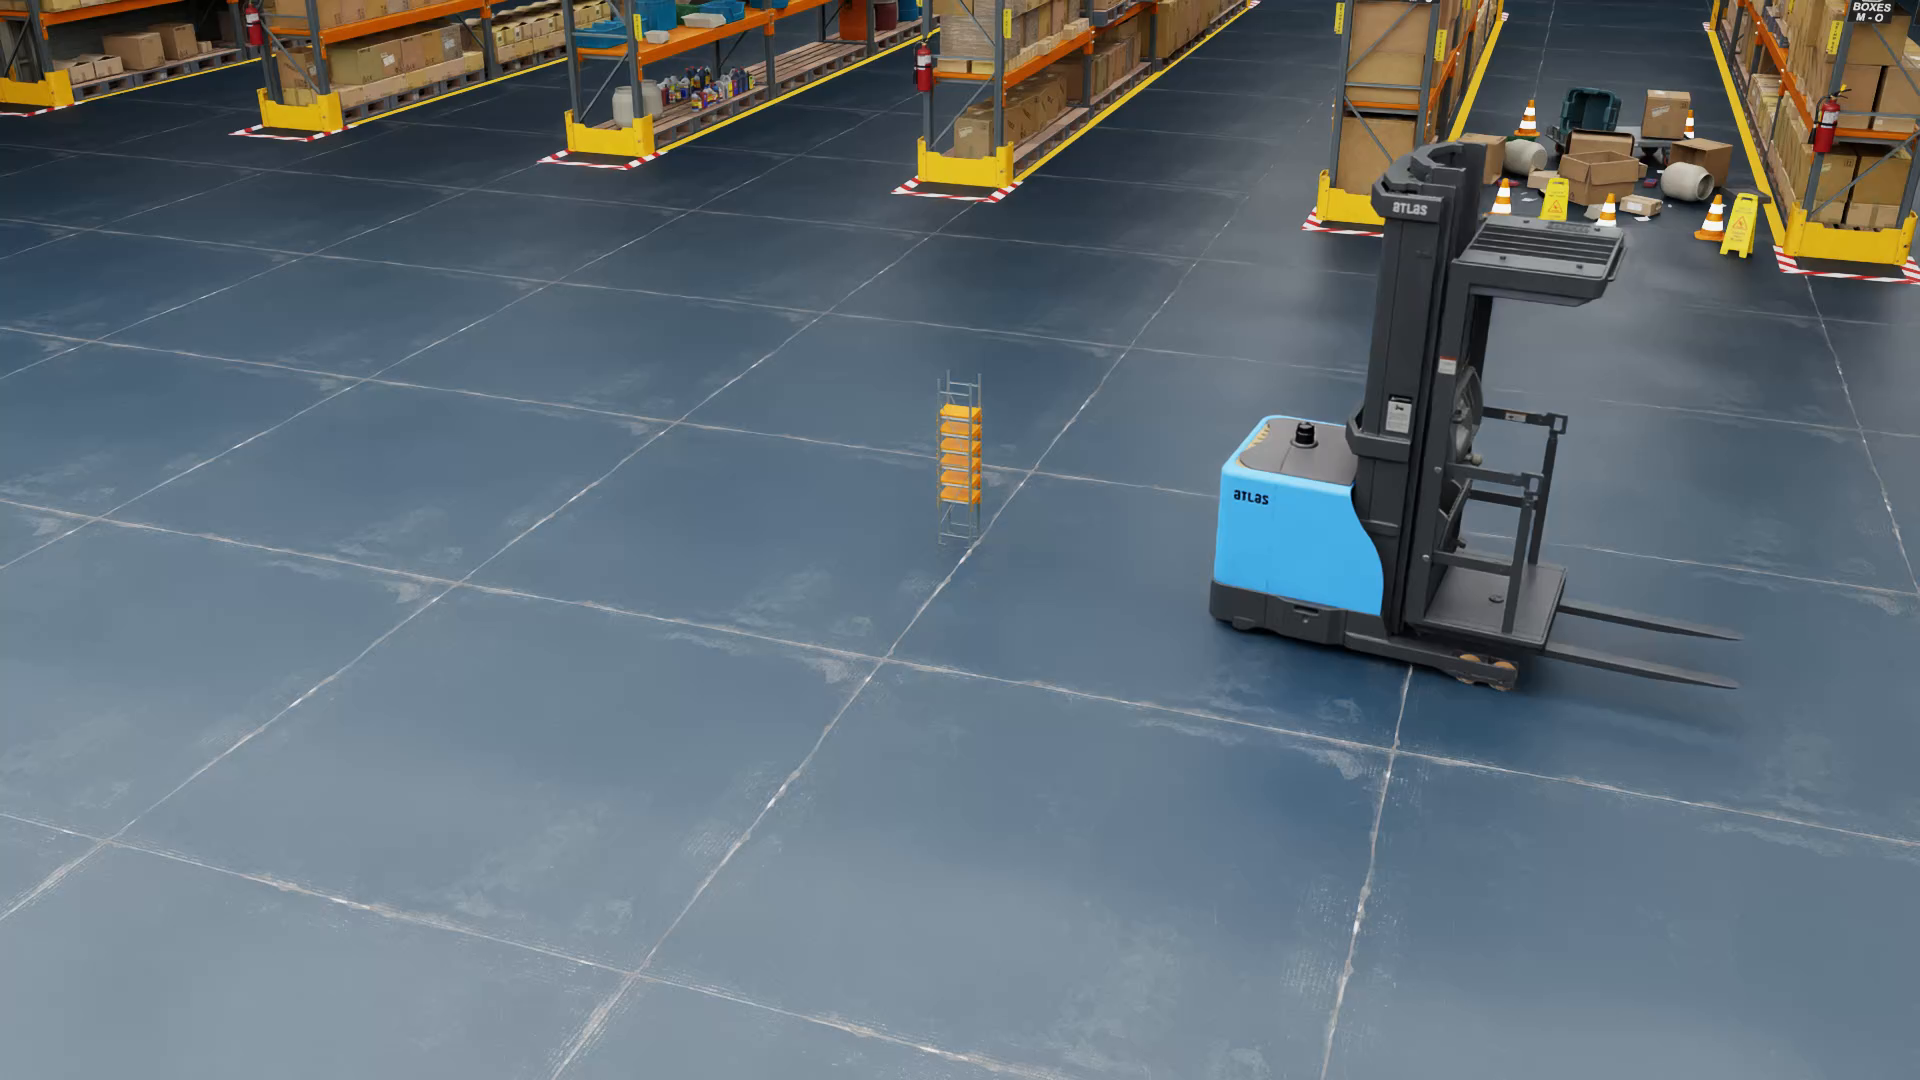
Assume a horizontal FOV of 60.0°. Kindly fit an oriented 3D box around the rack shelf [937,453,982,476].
[{"bbox_3d":[-0.005,-0.494,11.219,0.258,0.103,0.180,9,27,17],"label":"rack shelf"}]

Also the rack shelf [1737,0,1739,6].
[{"bbox_3d":[14.045,-9.773,29.042,1.077,0.370,4.000,9,27,17],"label":"rack shelf"}]

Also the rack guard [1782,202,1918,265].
[{"bbox_3d":[9.412,-3.250,17.612,1.175,0.500,0.348,9,27,17],"label":"rack guard"}]

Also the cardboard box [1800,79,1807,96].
[{"bbox_3d":[9.818,-5.159,18.976,0.380,0.149,0.250,9,27,17],"label":"cardboard box"}]

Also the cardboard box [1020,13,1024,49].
[{"bbox_3d":[0.304,-6.404,20.803,0.875,0.500,0.500,9,27,17],"label":"cardboard box"}]

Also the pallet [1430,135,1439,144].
[{"bbox_3d":[5.689,-5.107,21.780,1.003,0.211,1.213,9,27,17],"label":"pallet"}]

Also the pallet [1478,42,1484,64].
[{"bbox_3d":[8.421,-8.376,28.531,1.003,0.211,1.213,9,27,17],"label":"pallet"}]

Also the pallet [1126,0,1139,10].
[{"bbox_3d":[2.083,-8.162,25.110,1.003,0.211,1.213,9,27,17],"label":"pallet"}]

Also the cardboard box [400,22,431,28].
[{"bbox_3d":[-8.577,-7.800,25.954,0.500,0.500,0.500,9,27,17],"label":"cardboard box"}]

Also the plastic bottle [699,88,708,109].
[{"bbox_3d":[-3.640,-6.265,23.582,0.061,0.283,0.133,9,27,18],"label":"plastic bottle"}]

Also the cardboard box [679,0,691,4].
[{"bbox_3d":[-5.539,-10.571,32.228,0.500,0.500,0.500,9,27,18],"label":"cardboard box"}]

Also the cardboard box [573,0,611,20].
[{"bbox_3d":[-6.579,-9.459,29.598,0.500,0.311,0.500,9,27,19],"label":"cardboard box"}]

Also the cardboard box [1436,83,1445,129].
[{"bbox_3d":[6.138,-6.108,22.747,1.050,0.750,0.750,9,27,17],"label":"cardboard box"}]

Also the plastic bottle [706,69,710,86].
[{"bbox_3d":[-3.799,-6.899,24.892,0.061,0.283,0.133,9,27,17],"label":"plastic bottle"}]

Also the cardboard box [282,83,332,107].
[{"bbox_3d":[-9.399,-6.433,23.992,0.500,0.250,0.500,9,27,17],"label":"cardboard box"}]

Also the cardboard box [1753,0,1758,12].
[{"bbox_3d":[12.127,-8.021,24.771,0.500,0.250,0.500,9,27,18],"label":"cardboard box"}]

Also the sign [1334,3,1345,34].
[{"bbox_3d":[4.178,-5.732,18.270,0.100,0.325,0.005,9,27,17],"label":"sign"}]

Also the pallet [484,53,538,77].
[{"bbox_3d":[-7.760,-7.916,27.581,1.003,0.211,1.213,9,27,17],"label":"pallet"}]

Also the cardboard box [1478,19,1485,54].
[{"bbox_3d":[8.498,-8.464,27.899,0.500,0.500,0.500,8,27,16],"label":"cardboard box"}]

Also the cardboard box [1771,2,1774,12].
[{"bbox_3d":[11.505,-7.383,23.087,0.380,0.149,0.250,7,27,14],"label":"cardboard box"}]

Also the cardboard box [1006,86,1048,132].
[{"bbox_3d":[0.886,-5.827,22.452,0.500,0.500,0.500,6,27,13],"label":"cardboard box"}]

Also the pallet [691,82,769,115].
[{"bbox_3d":[-3.561,-6.618,24.899,1.003,0.211,1.213,9,27,17],"label":"pallet"}]

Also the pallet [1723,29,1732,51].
[{"bbox_3d":[14.111,-8.824,29.456,1.003,0.211,1.213,9,27,17],"label":"pallet"}]

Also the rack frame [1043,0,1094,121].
[{"bbox_3d":[1.372,-7.424,23.366,1.000,3.000,0.127,9,27,17],"label":"rack frame"}]

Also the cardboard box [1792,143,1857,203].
[{"bbox_3d":[9.407,-4.000,18.105,0.500,0.500,0.500,9,27,18],"label":"cardboard box"}]

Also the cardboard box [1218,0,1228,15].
[{"bbox_3d":[4.629,-10.574,31.827,0.875,0.875,0.875,9,27,17],"label":"cardboard box"}]

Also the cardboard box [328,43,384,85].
[{"bbox_3d":[-8.746,-6.902,24.099,0.500,0.500,0.500,9,27,17],"label":"cardboard box"}]

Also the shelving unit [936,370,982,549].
[{"bbox_3d":[-0.005,-0.534,11.200,0.258,1.200,0.189,9,27,17],"label":"shelving unit"}]

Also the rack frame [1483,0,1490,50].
[{"bbox_3d":[8.678,-9.951,28.584,1.000,3.000,0.127,9,27,17],"label":"rack frame"}]

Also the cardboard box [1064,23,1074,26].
[{"bbox_3d":[1.346,-6.985,22.746,0.380,0.149,0.250,9,27,17],"label":"cardboard box"}]

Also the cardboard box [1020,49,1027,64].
[{"bbox_3d":[0.623,-6.056,20.828,0.380,0.149,0.250,9,27,17],"label":"cardboard box"}]

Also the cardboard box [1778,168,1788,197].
[{"bbox_3d":[9.751,-4.094,19.160,0.500,0.250,0.500,8,27,16],"label":"cardboard box"}]

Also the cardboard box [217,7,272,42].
[{"bbox_3d":[-12.411,-8.957,28.895,0.700,0.500,0.500,10,27,19],"label":"cardboard box"}]

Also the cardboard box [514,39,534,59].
[{"bbox_3d":[-7.429,-8.154,27.545,0.500,0.250,0.500,9,27,19],"label":"cardboard box"}]

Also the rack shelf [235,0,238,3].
[{"bbox_3d":[-11.975,-10.077,29.671,1.077,0.370,4.000,9,27,17],"label":"rack shelf"}]

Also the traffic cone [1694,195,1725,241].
[{"bbox_3d":[8.313,-3.566,18.307,0.336,0.463,0.334,9,27,17],"label":"traffic cone"}]

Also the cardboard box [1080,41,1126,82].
[{"bbox_3d":[2.145,-7.399,25.677,0.700,0.500,0.500,11,28,22],"label":"cardboard box"}]

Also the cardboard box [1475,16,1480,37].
[{"bbox_3d":[7.974,-8.166,26.422,0.500,0.250,0.500,8,27,17],"label":"cardboard box"}]

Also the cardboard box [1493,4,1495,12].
[{"bbox_3d":[9.771,-9.948,31.026,0.380,0.149,0.250,9,27,18],"label":"cardboard box"}]

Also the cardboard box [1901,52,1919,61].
[{"bbox_3d":[9.975,-4.890,17.675,0.500,0.500,0.500,10,27,19],"label":"cardboard box"}]

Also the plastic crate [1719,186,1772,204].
[{"bbox_3d":[9.422,-4.147,19.947,0.402,0.080,0.583,0,26,-1],"label":"plastic crate"}]

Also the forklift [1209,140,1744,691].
[{"bbox_3d":[3.112,-0.708,9.572,3.031,2.935,1.130,12,28,23],"label":"forklift"}]

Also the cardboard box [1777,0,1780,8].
[{"bbox_3d":[11.344,-7.413,22.405,0.500,0.500,0.500,9,27,18],"label":"cardboard box"}]

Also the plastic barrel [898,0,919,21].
[{"bbox_3d":[-1.069,-10.163,30.947,0.600,0.901,0.708,9,27,17],"label":"plastic barrel"}]

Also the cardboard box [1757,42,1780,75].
[{"bbox_3d":[12.357,-7.136,24.725,0.875,0.875,0.875,8,27,17],"label":"cardboard box"}]

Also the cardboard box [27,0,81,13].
[{"bbox_3d":[-13.510,-8.032,24.769,0.500,0.250,0.500,8,27,16],"label":"cardboard box"}]

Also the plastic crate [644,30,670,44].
[{"bbox_3d":[-4.028,-6.701,22.175,0.298,0.136,0.250,9,27,17],"label":"plastic crate"}]

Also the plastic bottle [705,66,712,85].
[{"bbox_3d":[-3.818,-7.045,25.209,0.097,0.271,0.097,0,26,0],"label":"plastic bottle"}]

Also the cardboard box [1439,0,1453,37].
[{"bbox_3d":[5.256,-6.170,19.364,0.875,0.550,0.550,9,27,17],"label":"cardboard box"}]

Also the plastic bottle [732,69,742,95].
[{"bbox_3d":[-3.305,-6.763,24.535,0.144,0.351,0.185,7,27,15],"label":"plastic bottle"}]

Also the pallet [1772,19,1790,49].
[{"bbox_3d":[11.429,-6.725,22.142,1.003,0.211,1.213,9,27,17],"label":"pallet"}]

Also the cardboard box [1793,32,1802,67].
[{"bbox_3d":[10.163,-5.816,19.588,0.500,0.500,0.500,9,27,17],"label":"cardboard box"}]

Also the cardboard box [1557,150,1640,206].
[{"bbox_3d":[7.584,-4.309,19.796,0.797,0.503,0.637,-9,27,-18],"label":"cardboard box"}]

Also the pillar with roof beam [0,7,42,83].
[{"bbox_3d":[-10.495,-10.425,22.678,9.100,9.000,0.400,9,27,17],"label":"pillar with roof beam"}]
